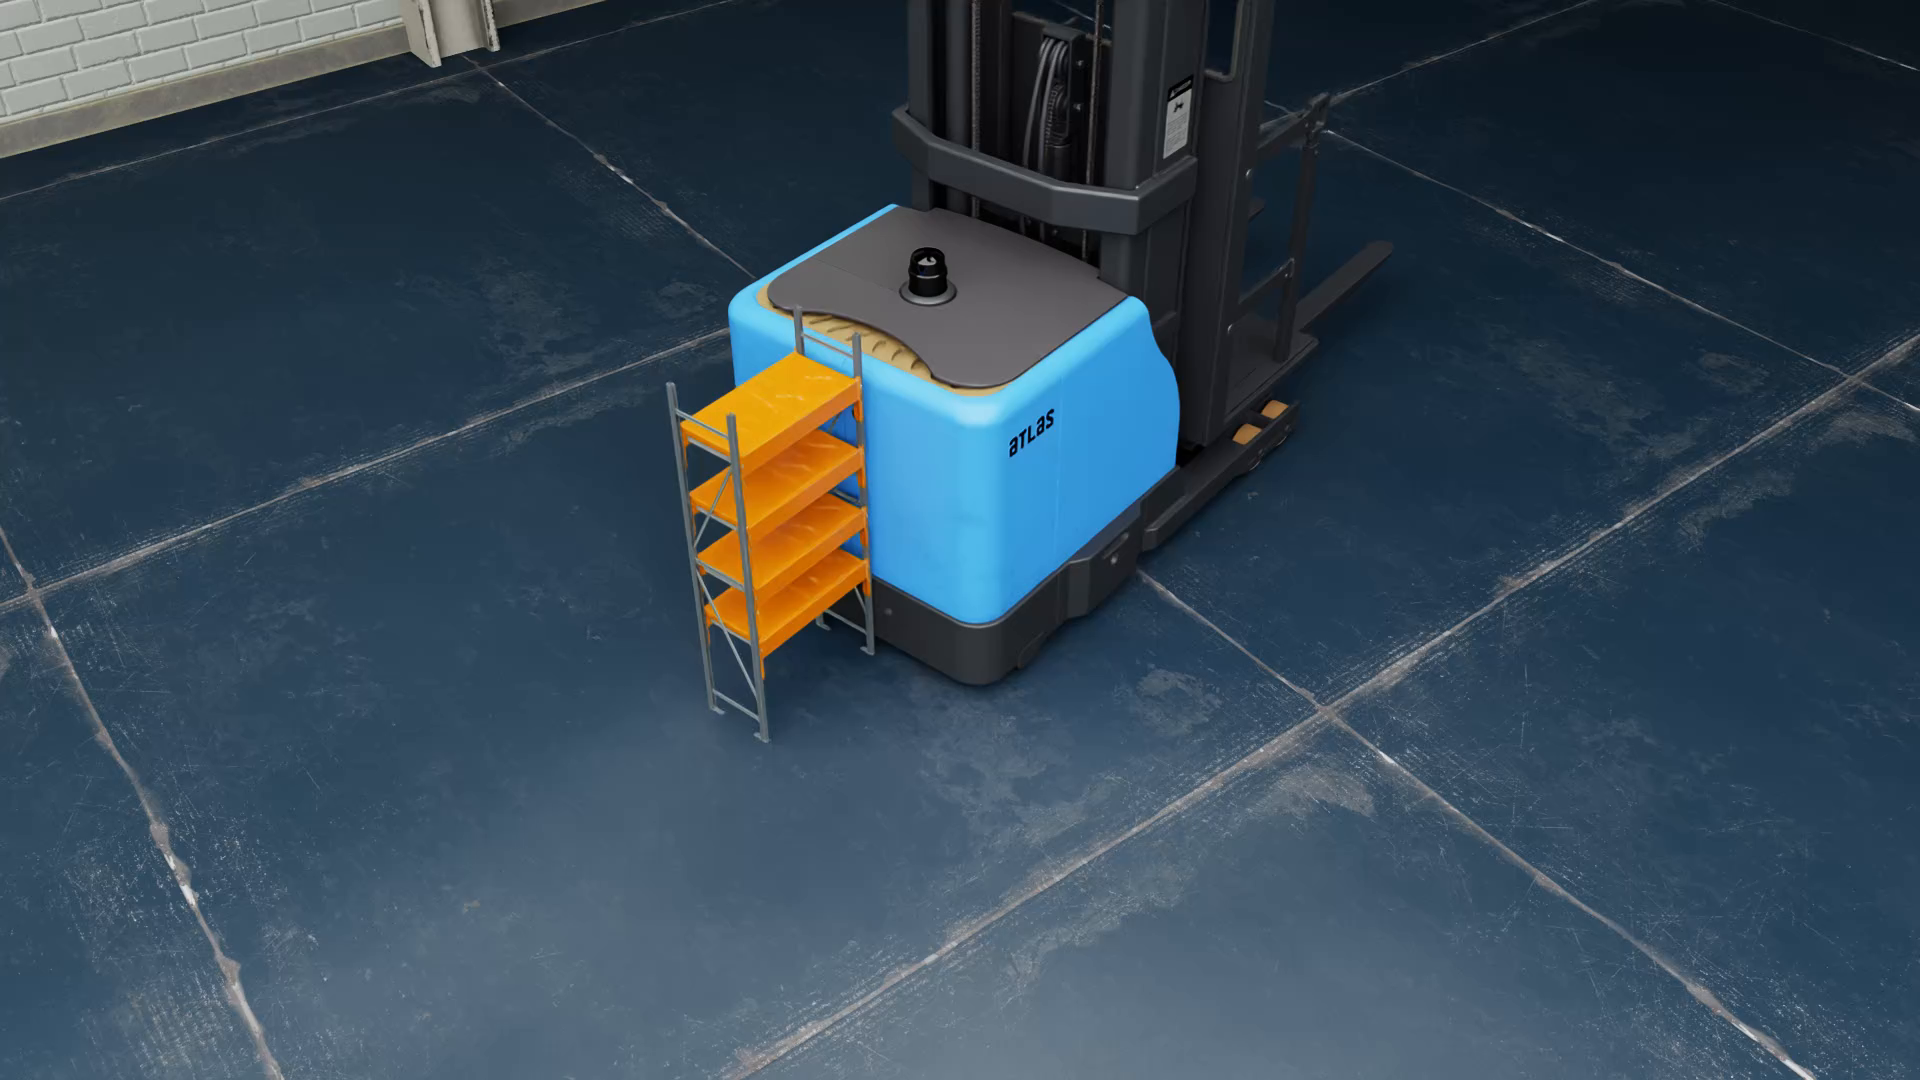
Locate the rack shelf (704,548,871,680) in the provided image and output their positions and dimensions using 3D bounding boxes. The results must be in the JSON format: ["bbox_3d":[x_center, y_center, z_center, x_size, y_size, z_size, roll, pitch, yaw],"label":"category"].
[{"bbox_3d":[-0.521,0.183,5.000,0.258,0.148,0.480,27,46,29],"label":"rack shelf"}]

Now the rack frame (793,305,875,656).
[{"bbox_3d":[-0.369,-0.144,4.980,0.240,1.200,0.015,27,46,29],"label":"rack frame"}]

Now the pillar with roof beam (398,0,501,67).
[{"bbox_3d":[-0.105,-3.966,3.489,0.400,9.000,9.100,-26,46,-28],"label":"pillar with roof beam"}]

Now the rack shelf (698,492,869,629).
[{"bbox_3d":[-0.521,0.029,4.874,0.258,0.148,0.480,27,46,29],"label":"rack shelf"}]

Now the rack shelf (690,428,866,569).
[{"bbox_3d":[-0.521,-0.144,4.733,0.258,0.148,0.480,27,46,29],"label":"rack shelf"}]

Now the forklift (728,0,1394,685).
[{"bbox_3d":[0.600,-1.564,5.346,1.130,2.935,3.031,27,46,29],"label":"forklift"}]

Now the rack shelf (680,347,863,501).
[{"bbox_3d":[-0.521,-0.327,4.582,0.258,0.148,0.480,27,46,29],"label":"rack shelf"}]

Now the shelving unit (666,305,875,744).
[{"bbox_3d":[-0.521,-0.023,4.832,0.258,1.200,0.503,27,46,29],"label":"shelving unit"}]

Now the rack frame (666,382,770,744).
[{"bbox_3d":[-0.673,0.099,4.684,0.240,1.200,0.015,27,46,29],"label":"rack frame"}]
